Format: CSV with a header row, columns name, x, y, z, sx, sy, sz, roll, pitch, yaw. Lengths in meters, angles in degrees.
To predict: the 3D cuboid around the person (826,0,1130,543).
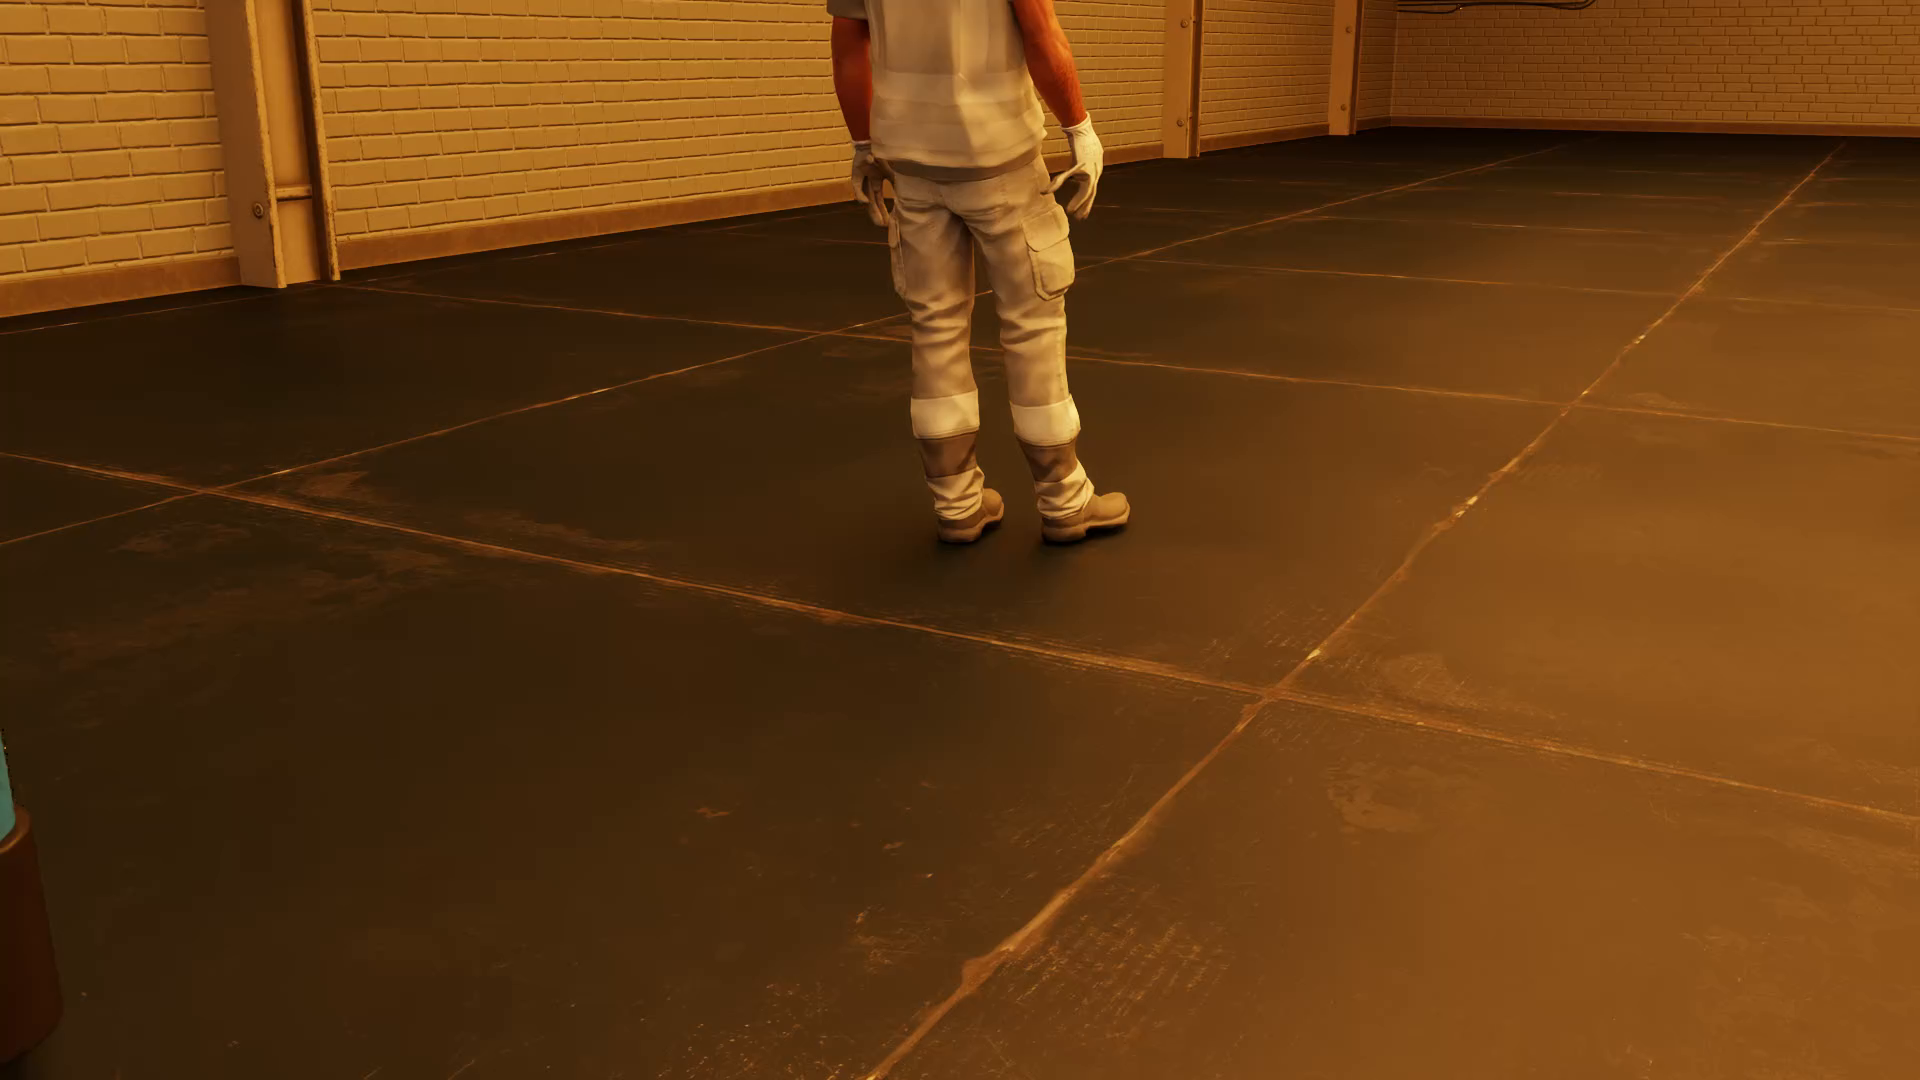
name,x,y,z,sx,sy,sz,roll,pitch,yaw
person,0.050,-0.883,3.848,0.637,1.790,0.562,9,19,28
